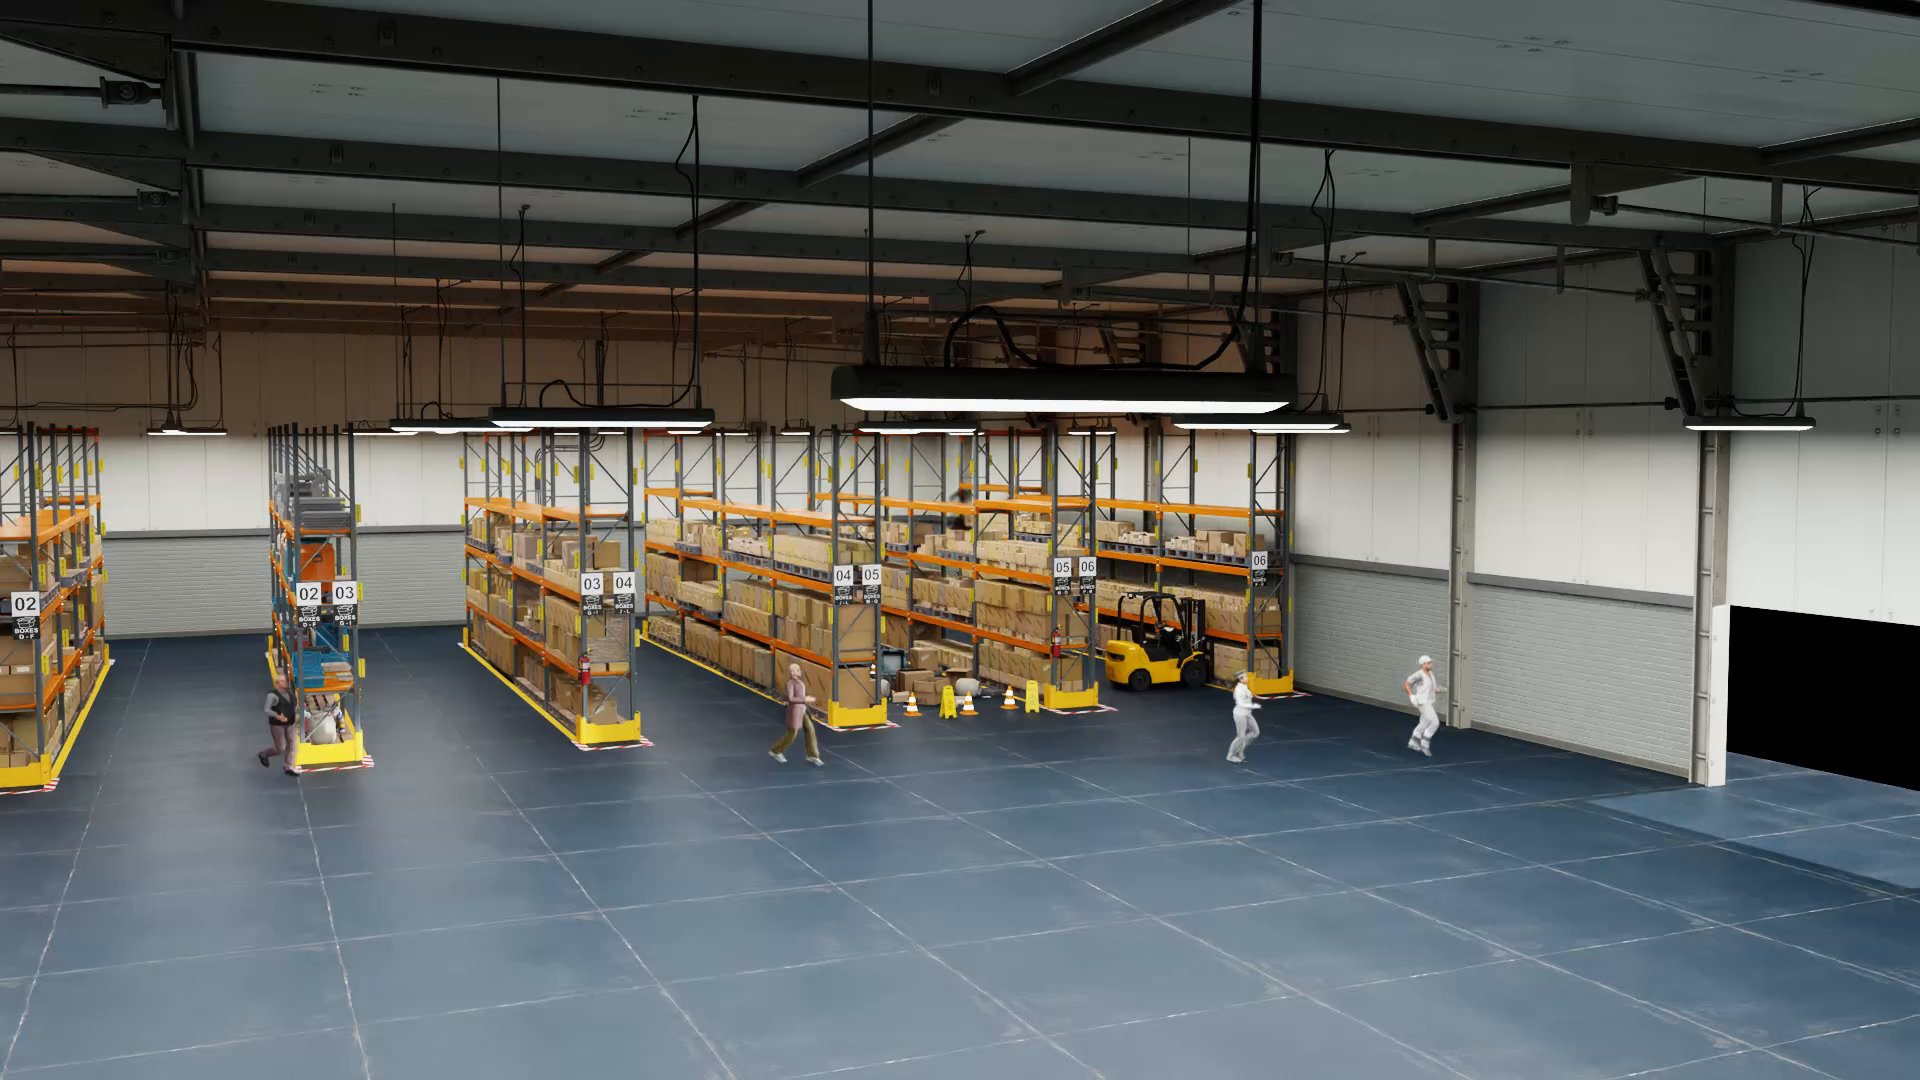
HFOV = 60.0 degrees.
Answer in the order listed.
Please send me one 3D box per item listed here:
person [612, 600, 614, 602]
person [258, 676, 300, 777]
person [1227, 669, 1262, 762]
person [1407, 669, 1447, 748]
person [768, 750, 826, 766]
[{"bbox_3d":[-10.270,1.683,47.994,0.807,0.856,0.451,2,4,34],"label":"person"},{"bbox_3d":[-11.554,3.160,28.292,0.805,1.715,0.546,2,4,24],"label":"person"},{"bbox_3d":[5.025,3.086,29.300,0.619,1.660,0.469,2,4,25],"label":"person"},{"bbox_3d":[8.422,3.048,30.020,0.729,1.432,0.641,3,5,41],"label":"person"},{"bbox_3d":[-2.860,3.801,29.144,1.014,0.325,0.289,1,4,17],"label":"person"}]
